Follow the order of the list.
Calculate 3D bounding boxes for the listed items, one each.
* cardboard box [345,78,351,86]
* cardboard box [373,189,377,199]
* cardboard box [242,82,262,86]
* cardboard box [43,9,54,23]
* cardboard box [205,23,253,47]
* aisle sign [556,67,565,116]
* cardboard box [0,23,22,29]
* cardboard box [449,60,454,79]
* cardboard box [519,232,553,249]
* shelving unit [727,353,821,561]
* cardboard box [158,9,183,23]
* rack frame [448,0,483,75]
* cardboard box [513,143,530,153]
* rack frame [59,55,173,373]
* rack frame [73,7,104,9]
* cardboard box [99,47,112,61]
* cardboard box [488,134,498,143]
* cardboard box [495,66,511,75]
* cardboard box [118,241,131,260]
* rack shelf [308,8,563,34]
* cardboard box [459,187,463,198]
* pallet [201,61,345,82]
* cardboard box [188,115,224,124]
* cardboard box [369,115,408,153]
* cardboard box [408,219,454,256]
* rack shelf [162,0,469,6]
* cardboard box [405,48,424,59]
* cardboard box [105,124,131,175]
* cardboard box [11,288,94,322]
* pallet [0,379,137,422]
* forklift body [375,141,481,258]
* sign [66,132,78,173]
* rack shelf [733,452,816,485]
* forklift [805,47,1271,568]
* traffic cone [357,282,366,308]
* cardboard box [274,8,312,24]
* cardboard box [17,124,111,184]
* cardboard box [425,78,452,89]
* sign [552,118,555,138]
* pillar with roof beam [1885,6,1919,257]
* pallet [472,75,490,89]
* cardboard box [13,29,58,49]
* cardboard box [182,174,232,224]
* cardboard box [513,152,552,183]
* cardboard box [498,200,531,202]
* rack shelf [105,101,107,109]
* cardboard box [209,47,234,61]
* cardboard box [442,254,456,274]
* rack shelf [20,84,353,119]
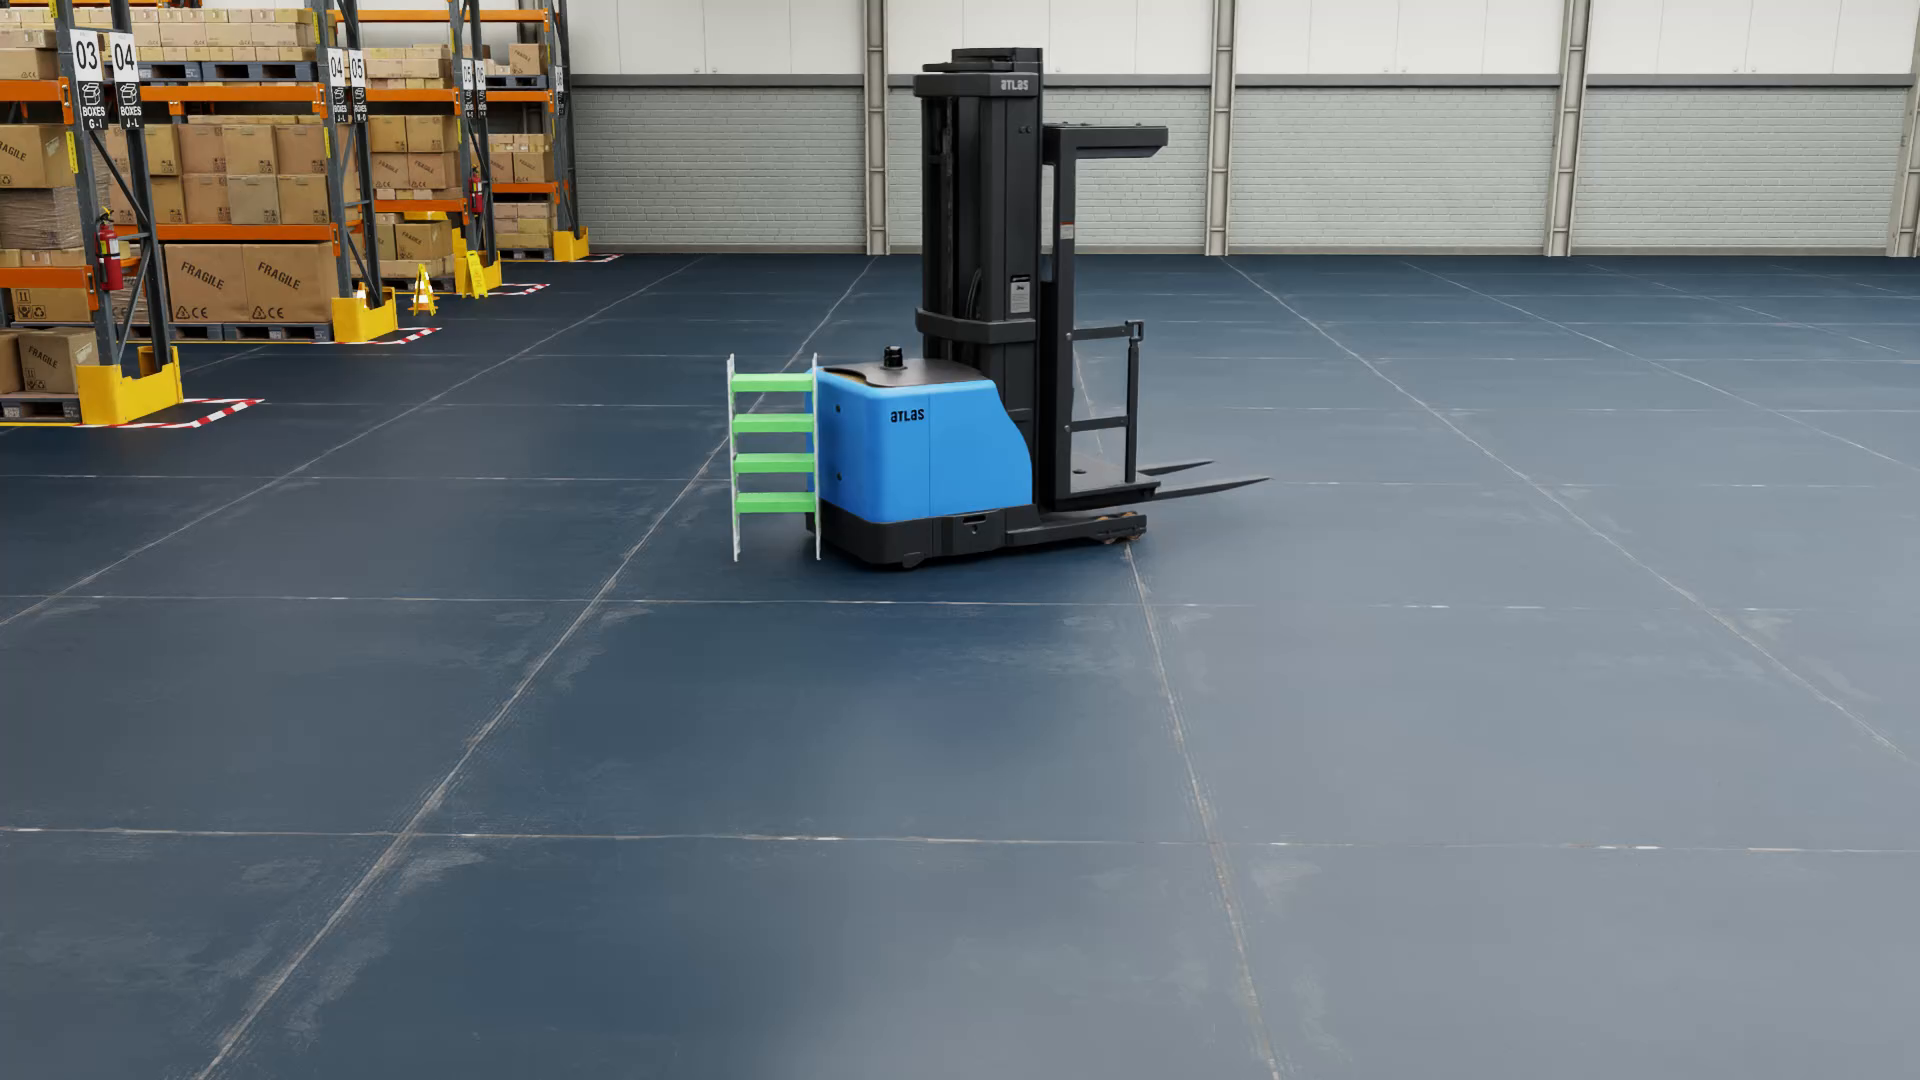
[{"bbox_3d":[-8.546,-6.370,23.218,0.250,0.149,0.380,0,15,0],"label":"cardboard box"},{"bbox_3d":[-8.305,-4.933,23.651,0.250,0.149,0.380,1,15,2],"label":"cardboard box"},{"bbox_3d":[-9.836,-6.384,23.270,0.250,0.149,0.380,1,15,3],"label":"cardboard box"},{"bbox_3d":[-9.810,-5.730,18.209,0.250,0.149,0.380,0,15,1],"label":"cardboard box"},{"bbox_3d":[-7.925,-5.540,18.271,0.500,0.250,0.500,0,15,2],"label":"cardboard box"},{"bbox_3d":[-6.722,-7.542,27.952,0.004,0.787,0.394,0,15,1],"label":"aisle sign"},{"bbox_3d":[-10.446,-5.556,18.332,0.500,0.250,0.500,0,15,2],"label":"cardboard box"},{"bbox_3d":[-7.399,-6.688,23.640,0.500,0.250,0.500,0,15,0],"label":"cardboard box"},{"bbox_3d":[-7.258,-5.157,28.573,0.500,0.250,0.500,0,15,2],"label":"cardboard box"},{"bbox_3d":[-1.092,-0.487,9.833,0.503,1.200,0.258,-1,15,-2],"label":"shelving unit"},{"bbox_3d":[-8.545,-5.722,18.177,0.250,0.149,0.380,0,15,1],"label":"cardboard box"},{"bbox_3d":[-6.903,-7.996,23.006,0.127,3.000,1.000,0,15,1],"label":"rack frame"},{"bbox_3d":[-7.390,-6.648,28.189,0.250,0.149,0.380,1,15,2],"label":"cardboard box"},{"bbox_3d":[-7.156,-2.568,14.192,0.127,3.000,1.000,0,15,1],"label":"rack frame"},{"bbox_3d":[-14.778,-9.314,28.001,0.127,3.000,1.000,0,15,1],"label":"rack frame"},{"bbox_3d":[-9.299,-5.341,18.299,0.250,0.149,0.380,0,15,1],"label":"cardboard box"},{"bbox_3d":[-7.900,-6.824,28.275,0.250,0.149,0.380,0,15,2],"label":"cardboard box"},{"bbox_3d":[-7.616,-7.869,27.879,0.250,0.149,0.380,0,15,0],"label":"cardboard box"},{"bbox_3d":[-7.435,-2.509,14.462,0.250,0.149,0.380,0,15,1],"label":"cardboard box"},{"bbox_3d":[-8.780,-8.733,27.996,4.000,0.370,1.077,0,15,1],"label":"rack shelf"},{"bbox_3d":[-7.237,-5.028,24.012,0.250,0.149,0.380,0,15,2],"label":"cardboard box"},{"bbox_3d":[-7.670,-5.242,18.621,1.213,0.211,1.003,0,15,1],"label":"pallet"},{"bbox_3d":[-10.468,-5.738,23.471,0.500,0.500,0.700,0,15,1],"label":"cardboard box"},{"bbox_3d":[-7.925,-5.723,23.414,0.500,0.500,0.700,1,15,2],"label":"cardboard box"},{"bbox_3d":[-7.726,-4.407,24.260,0.500,0.500,0.500,0,15,0],"label":"cardboard box"},{"bbox_3d":[-8.903,-7.659,23.147,4.000,0.370,1.077,0,15,1],"label":"rack shelf"},{"bbox_3d":[-7.506,-6.748,23.085,0.250,0.149,0.380,1,15,2],"label":"cardboard box"},{"bbox_3d":[-9.470,-4.429,18.836,0.550,0.550,0.875,0,15,1],"label":"cardboard box"},{"bbox_3d":[-10.300,-3.012,19.217,0.875,0.875,0.875,1,15,2],"label":"cardboard box"},{"bbox_3d":[-8.044,-1.234,14.604,1.213,0.211,1.003,0,15,1],"label":"pallet"},{"bbox_3d":[-8.722,-5.497,26.961,1.214,2.155,2.313,0,15,1],"label":"forklift body"},{"bbox_3d":[-7.191,-3.139,13.468,0.005,0.325,0.100,0,15,1],"label":"sign"},{"bbox_3d":[-1.092,-0.425,9.850,0.480,0.148,0.258,-1,15,-2],"label":"rack shelf"},{"bbox_3d":[0.580,-1.504,10.295,3.031,2.935,1.130,-8,17,-28],"label":"forklift"},{"bbox_3d":[-7.423,-2.971,20.693,0.334,0.463,0.336,0,15,1],"label":"traffic cone"},{"bbox_3d":[-7.274,-5.713,18.146,0.250,0.149,0.380,1,15,2],"label":"cardboard box"},{"bbox_3d":[-7.699,-3.316,14.291,0.500,0.500,0.500,0,15,1],"label":"cardboard box"},{"bbox_3d":[-7.267,-6.355,23.159,0.250,0.149,0.380,0,15,2],"label":"cardboard box"},{"bbox_3d":[-6.808,-6.897,27.867,0.005,0.325,0.100,0,15,1],"label":"sign"},{"bbox_3d":[16.429,-8.242,23.938,0.400,9.000,9.100,0,15,1],"label":"pillar with roof beam"},{"bbox_3d":[-8.709,-7.787,28.268,1.213,0.211,1.003,0,15,1],"label":"pallet"},{"bbox_3d":[-7.442,-4.060,13.483,0.250,0.149,0.380,0,15,1],"label":"cardboard box"},{"bbox_3d":[-8.408,-3.929,19.058,0.550,0.550,0.875,0,15,1],"label":"cardboard box"},{"bbox_3d":[-7.279,-6.345,28.315,0.500,0.500,0.500,0,15,0],"label":"cardboard box"},{"bbox_3d":[-7.755,-5.771,28.942,0.500,0.250,0.500,0,15,2],"label":"cardboard box"},{"bbox_3d":[-16.777,-7.528,28.525,4.000,0.370,1.077,0,15,1],"label":"rack shelf"},{"bbox_3d":[-8.031,-5.333,18.267,0.250,0.149,0.380,1,15,2],"label":"cardboard box"},{"bbox_3d":[-7.703,-4.044,24.356,0.500,0.250,0.500,0,15,1],"label":"cardboard box"},{"bbox_3d":[-8.928,-4.947,18.742,4.000,0.370,1.077,0,15,1],"label":"rack shelf"}]
